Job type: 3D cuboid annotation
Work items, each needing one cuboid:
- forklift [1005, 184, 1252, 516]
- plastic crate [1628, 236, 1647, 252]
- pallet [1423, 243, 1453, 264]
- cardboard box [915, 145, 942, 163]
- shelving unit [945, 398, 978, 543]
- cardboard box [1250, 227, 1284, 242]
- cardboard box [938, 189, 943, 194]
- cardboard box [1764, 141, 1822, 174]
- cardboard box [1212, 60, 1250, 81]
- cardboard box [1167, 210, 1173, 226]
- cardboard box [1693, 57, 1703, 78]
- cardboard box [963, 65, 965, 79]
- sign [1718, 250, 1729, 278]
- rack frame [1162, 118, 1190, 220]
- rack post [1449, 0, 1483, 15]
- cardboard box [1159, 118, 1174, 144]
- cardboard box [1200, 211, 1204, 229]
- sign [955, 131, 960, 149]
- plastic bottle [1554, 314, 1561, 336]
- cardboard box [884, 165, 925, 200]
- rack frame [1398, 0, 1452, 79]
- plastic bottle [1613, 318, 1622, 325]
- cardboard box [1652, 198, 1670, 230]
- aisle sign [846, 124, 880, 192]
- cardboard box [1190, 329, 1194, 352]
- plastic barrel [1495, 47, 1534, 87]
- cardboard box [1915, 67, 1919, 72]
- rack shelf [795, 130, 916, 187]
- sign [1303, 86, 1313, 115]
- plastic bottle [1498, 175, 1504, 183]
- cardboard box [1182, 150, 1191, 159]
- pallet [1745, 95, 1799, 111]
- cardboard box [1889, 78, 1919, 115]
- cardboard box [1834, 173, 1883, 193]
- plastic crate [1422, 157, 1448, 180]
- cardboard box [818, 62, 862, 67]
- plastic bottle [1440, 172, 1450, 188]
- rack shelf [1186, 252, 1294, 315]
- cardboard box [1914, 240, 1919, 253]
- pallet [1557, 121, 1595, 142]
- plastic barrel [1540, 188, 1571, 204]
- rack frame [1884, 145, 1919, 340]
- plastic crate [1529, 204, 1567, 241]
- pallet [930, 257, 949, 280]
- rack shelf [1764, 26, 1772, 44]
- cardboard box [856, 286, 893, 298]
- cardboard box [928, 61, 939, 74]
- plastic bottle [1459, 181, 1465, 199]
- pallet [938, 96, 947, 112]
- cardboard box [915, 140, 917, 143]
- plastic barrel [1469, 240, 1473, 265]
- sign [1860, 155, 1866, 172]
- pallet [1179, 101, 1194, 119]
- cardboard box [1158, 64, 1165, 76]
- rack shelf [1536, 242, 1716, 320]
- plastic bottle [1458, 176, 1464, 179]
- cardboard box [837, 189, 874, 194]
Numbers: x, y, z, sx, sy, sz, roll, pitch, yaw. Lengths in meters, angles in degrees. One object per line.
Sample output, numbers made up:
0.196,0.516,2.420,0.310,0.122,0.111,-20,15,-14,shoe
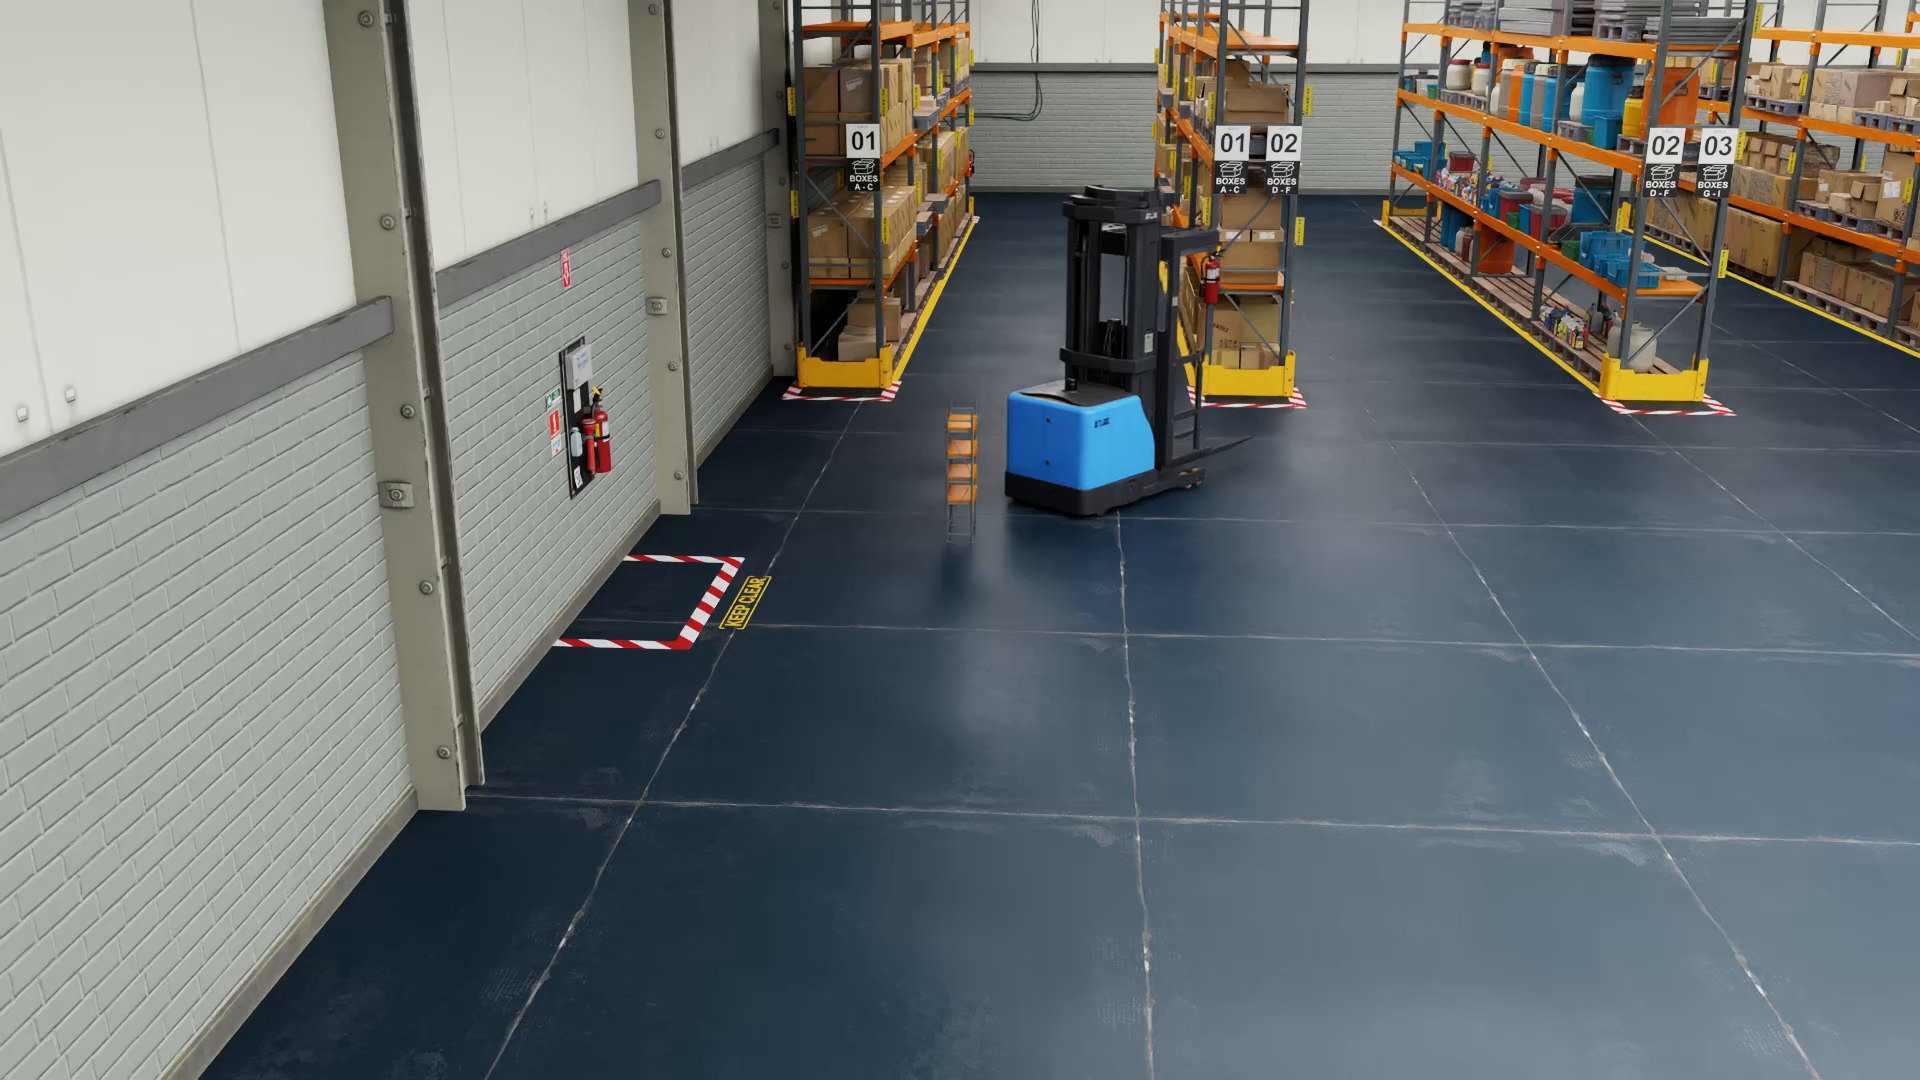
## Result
1.803,-1.996,16.308,1.130,2.935,3.031,16,24,40,forklift
8.912,-3.958,22.424,0.499,0.251,0.616,1,18,4,plastic crate
9.197,-5.299,30.757,1.003,0.211,1.213,1,18,4,pallet
-0.582,-6.541,28.193,0.500,0.250,0.500,2,18,5,cardboard box
0.012,-0.622,14.893,0.258,1.200,0.503,1,18,4,shelving unit
3.736,-3.721,20.258,0.380,0.149,0.250,1,18,4,cardboard box
-0.489,-5.988,28.751,0.380,0.149,0.250,2,18,6,cardboard box
14.066,-6.463,28.060,0.797,0.503,0.637,2,18,5,cardboard box
3.864,-6.591,23.765,0.500,0.500,0.500,2,18,5,cardboard box
3.969,-5.741,29.731,0.500,0.250,0.500,1,18,3,cardboard box
14.273,-8.884,31.405,0.700,0.500,0.500,2,18,7,cardboard box
-0.157,-9.371,33.293,0.500,0.250,0.500,1,18,2,cardboard box
8.982,-3.254,19.592,0.100,0.325,0.005,1,18,4,sign
4.354,-6.975,31.392,1.000,3.000,0.127,1,18,4,rack frame
9.202,-9.417,29.332,0.937,0.300,0.954,1,18,3,rack post
4.239,-8.132,33.158,0.500,0.500,0.500,1,18,3,cardboard box
3.755,-4.400,23.373,0.700,0.500,0.500,1,18,2,cardboard box
-0.046,-7.588,31.530,0.100,0.325,0.005,1,18,4,sign
8.182,-2.946,22.753,0.061,0.283,0.133,2,18,6,plastic bottle
-0.911,-5.778,26.873,0.700,0.500,0.500,0,18,-1,cardboard box
9.581,-10.956,33.908,1.000,3.000,0.127,1,18,4,rack frame
8.909,-2.876,22.552,0.152,0.276,0.135,2,18,5,plastic bottle
14.490,-6.702,33.296,0.875,0.875,0.875,1,18,4,cardboard box
-1.154,-4.564,19.858,0.394,0.787,0.004,1,18,4,aisle sign
3.295,-2.625,21.858,0.500,0.250,0.500,1,18,4,cardboard box
9.051,-7.626,27.198,0.600,0.830,0.708,1,18,4,plastic barrel
19.134,-9.152,32.656,0.500,0.250,0.500,1,18,3,cardboard box
-1.304,-5.062,21.892,1.077,0.370,4.000,1,18,4,rack shelf
4.047,-5.112,19.359,0.100,0.325,0.005,1,18,4,sign
9.476,-6.205,29.121,0.144,0.351,0.185,1,18,4,plastic bottle
4.289,-6.672,29.632,0.700,0.500,0.500,-3,18,-10,cardboard box
14.018,-7.394,28.159,1.003,0.211,1.213,2,18,6,pallet
13.860,-6.378,23.914,0.797,0.503,0.637,2,18,6,cardboard box
14.008,-5.413,25.791,0.700,0.500,0.500,4,19,12,cardboard box
8.987,-7.037,31.510,0.392,0.384,0.575,1,18,4,plastic crate
-1.548,-5.933,21.597,0.500,0.500,0.500,1,18,4,cardboard box
8.855,-6.555,30.311,0.152,0.276,0.135,1,18,4,plastic bottle
3.637,-3.527,22.025,1.077,0.370,4.000,1,18,4,rack shelf
13.314,-4.011,22.750,0.380,0.149,0.250,1,18,4,cardboard box
8.766,-5.488,22.340,1.213,0.211,1.003,1,18,4,pallet
9.092,-5.098,25.444,0.433,0.535,0.433,0,18,0,plastic barrel
13.661,-4.268,23.131,1.000,3.000,0.127,1,18,4,rack frame
8.450,-4.566,23.938,0.402,0.464,0.583,1,18,4,plastic crate
-0.743,-4.760,29.111,1.003,0.211,1.213,1,18,4,pallet
14.378,-9.693,31.849,1.077,0.370,4.000,1,18,4,rack shelf
-1.195,-3.298,23.477,0.500,0.500,0.500,0,18,0,cardboard box
-0.735,-8.321,29.816,0.700,0.500,0.500,1,18,3,cardboard box
8.693,-6.055,28.774,0.061,0.283,0.133,1,18,4,plastic bottle
-0.881,-7.379,28.111,1.213,0.211,1.003,2,18,6,pallet
-1.020,-6.863,29.177,0.500,0.250,0.500,1,18,3,cardboard box
8.977,-4.968,28.588,0.421,0.512,0.421,0,18,0,plastic barrel
14.489,-6.014,26.726,0.100,0.325,0.005,1,18,4,sign
4.107,-6.855,26.514,1.213,0.211,1.003,2,18,6,pallet
4.344,-9.655,34.192,0.500,0.250,0.500,1,18,4,cardboard box
8.577,-3.415,21.684,1.077,0.370,4.000,1,18,4,rack shelf
8.966,-6.378,29.769,0.152,0.276,0.135,1,18,4,plastic bottle
-1.444,-4.592,23.125,0.500,0.500,0.500,1,18,4,cardboard box
